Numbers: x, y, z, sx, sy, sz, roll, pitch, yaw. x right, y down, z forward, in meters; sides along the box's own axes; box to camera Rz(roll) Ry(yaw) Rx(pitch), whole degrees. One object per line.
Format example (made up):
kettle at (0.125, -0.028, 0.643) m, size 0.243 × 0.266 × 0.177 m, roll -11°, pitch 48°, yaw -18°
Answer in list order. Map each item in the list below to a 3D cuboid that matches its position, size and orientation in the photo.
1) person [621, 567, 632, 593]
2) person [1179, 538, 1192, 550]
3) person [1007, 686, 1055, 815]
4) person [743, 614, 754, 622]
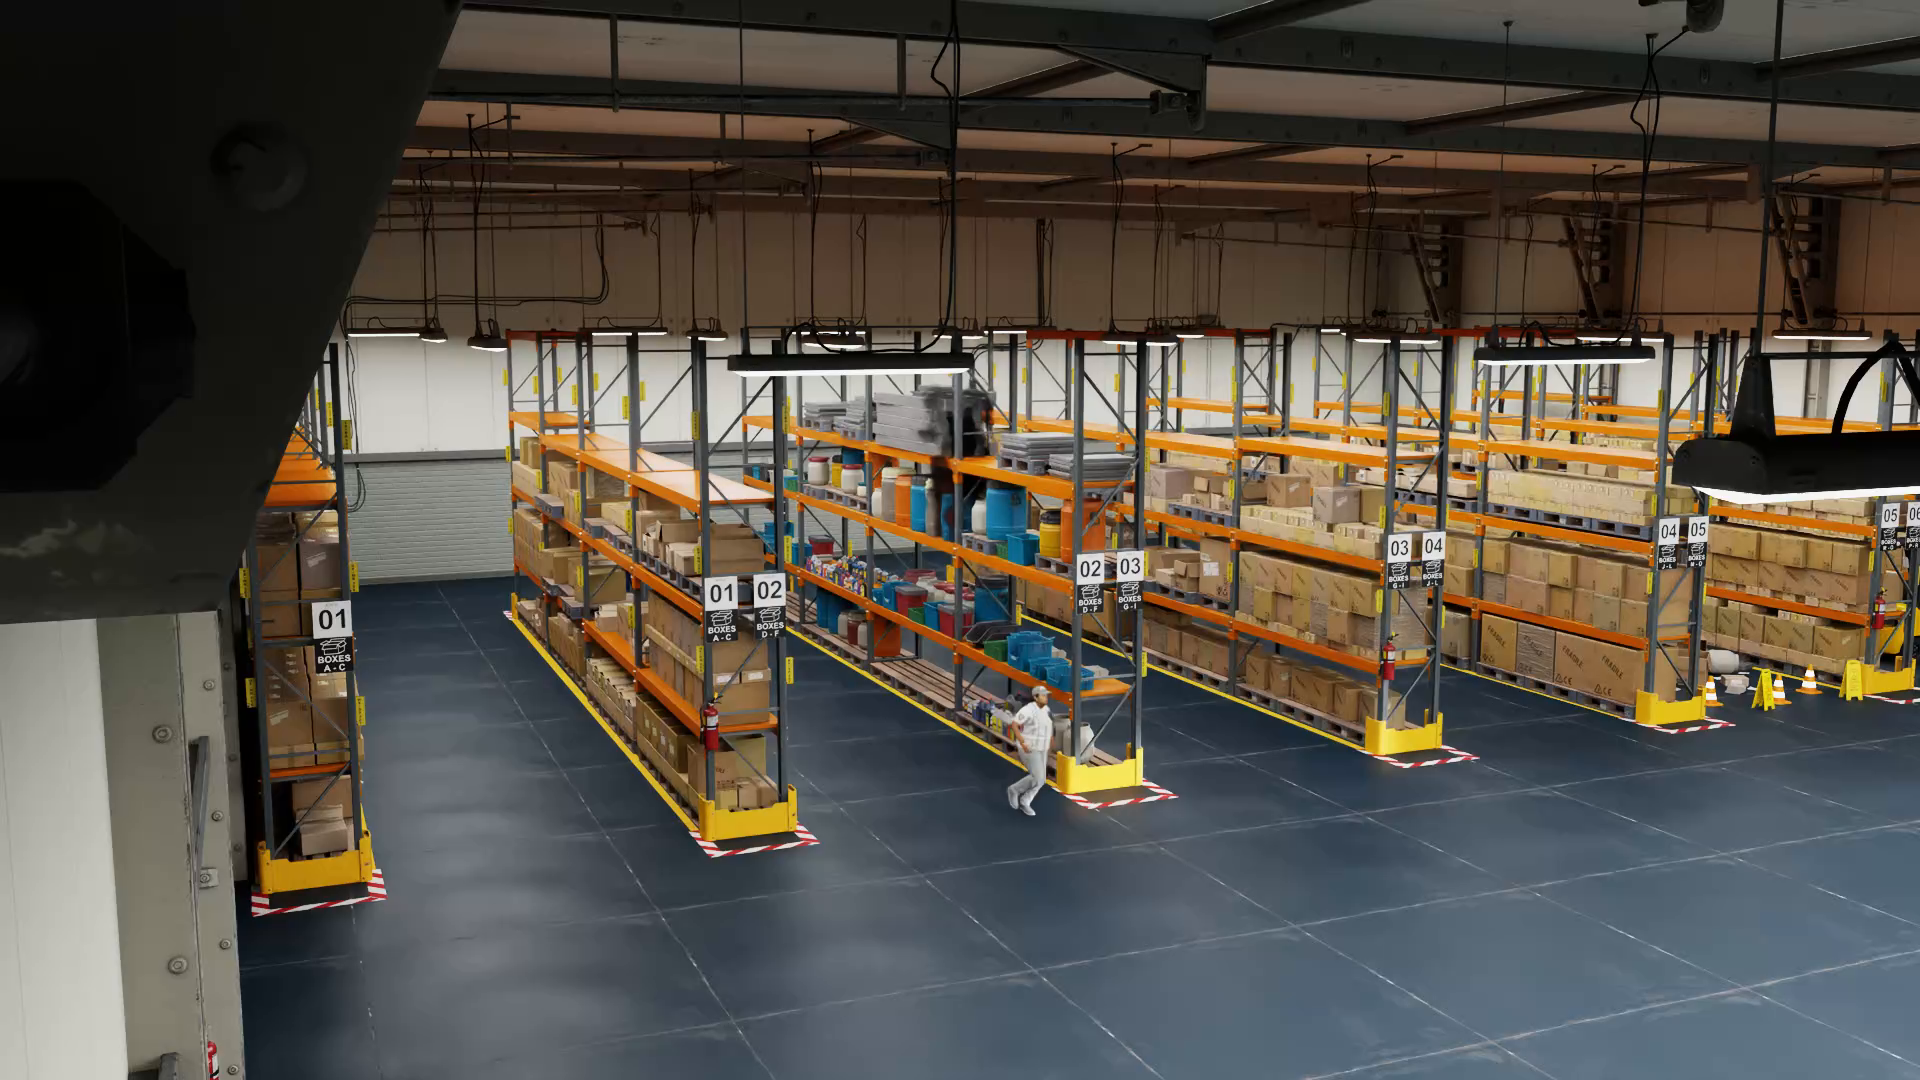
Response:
person at (-7.163, 0.732, 35.450) m, size 0.867 × 1.601 × 0.637 m, roll 8°, pitch 11°, yaw 44°
person at (5.573, -0.221, 41.963) m, size 0.920 × 1.699 × 0.582 m, roll -4°, pitch 9°, yaw -30°
person at (0.960, 2.671, 21.229) m, size 0.514 × 1.630 × 0.647 m, roll 7°, pitch 10°, yaw 40°
person at (-3.733, 1.417, 29.818) m, size 0.635 × 1.727 × 0.564 m, roll -3°, pitch 8°, yaw -23°
